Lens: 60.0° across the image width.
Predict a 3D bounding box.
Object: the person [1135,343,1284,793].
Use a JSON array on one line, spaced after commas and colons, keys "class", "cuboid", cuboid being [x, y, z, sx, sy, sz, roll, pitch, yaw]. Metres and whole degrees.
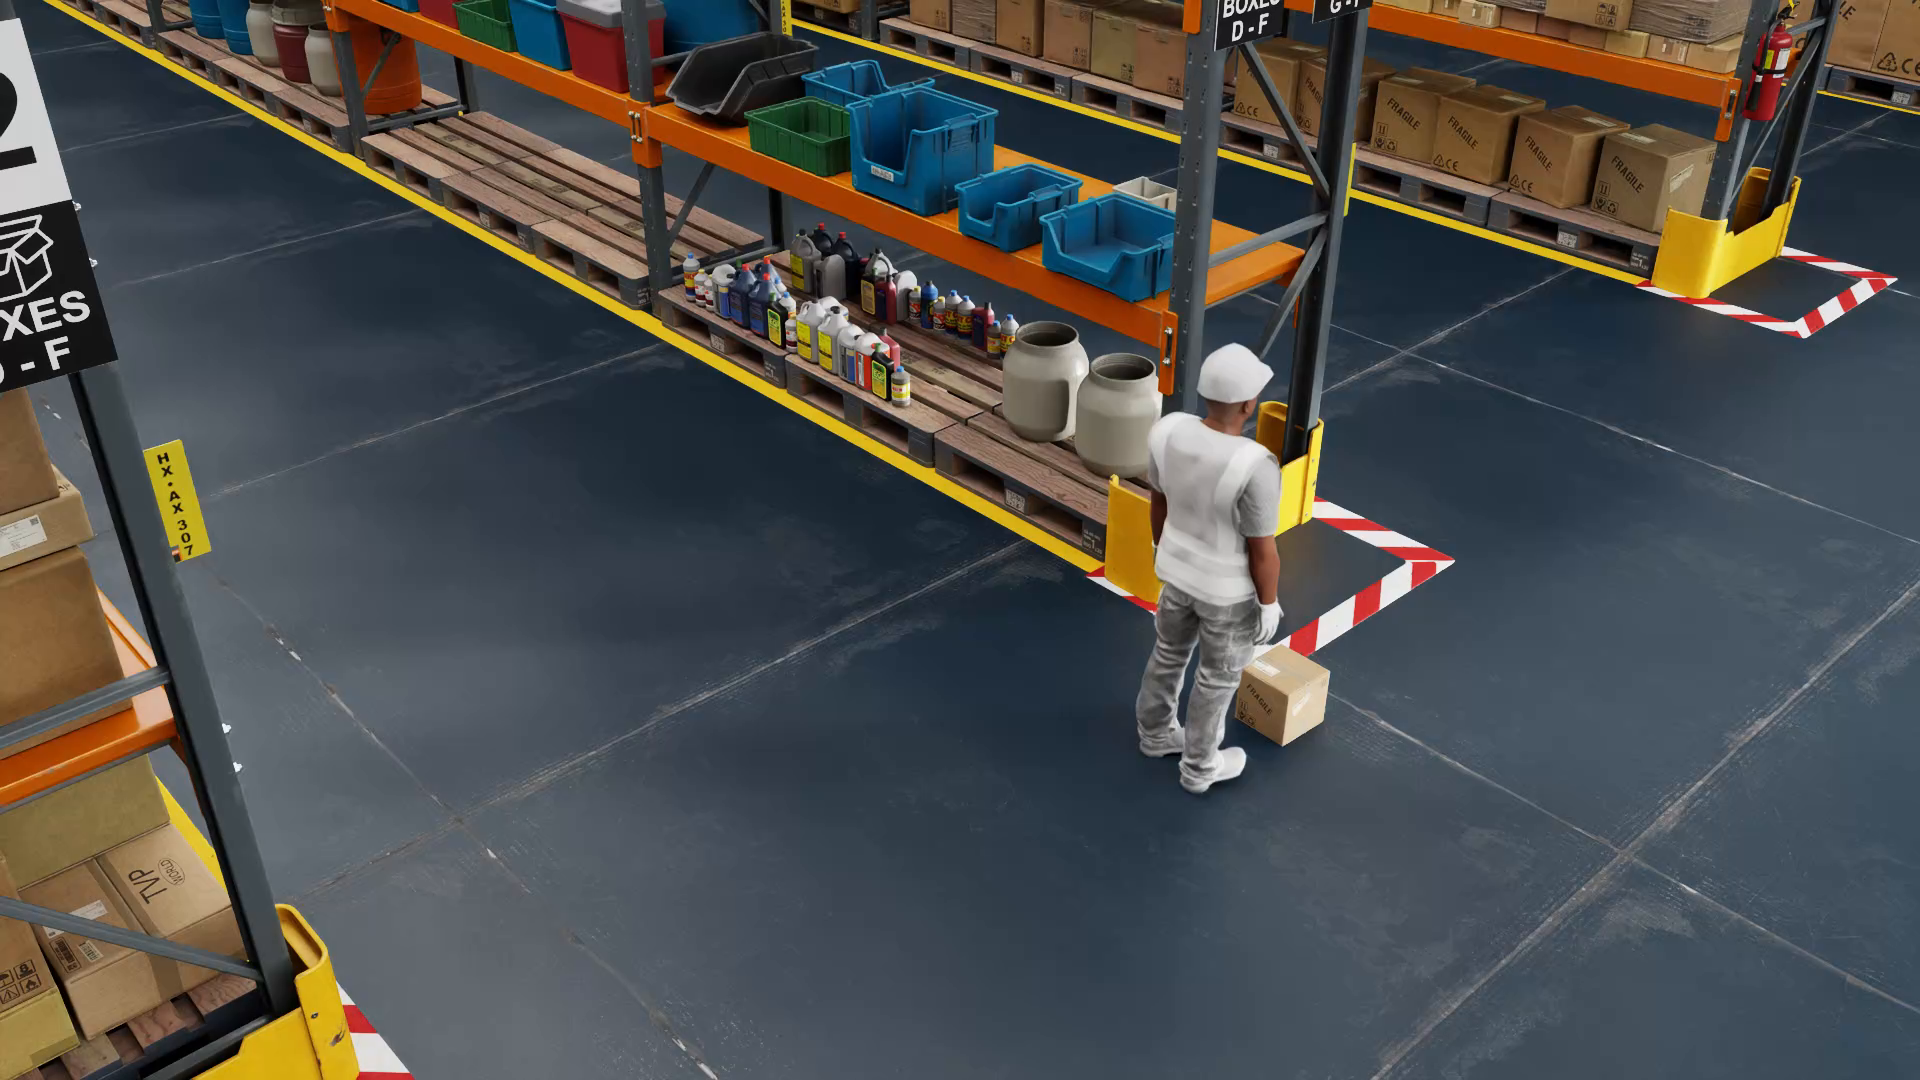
[{"class": "person", "cuboid": [0.913, 0.126, 5.900, 0.381, 1.786, 0.570, -24, 39, -34]}]
